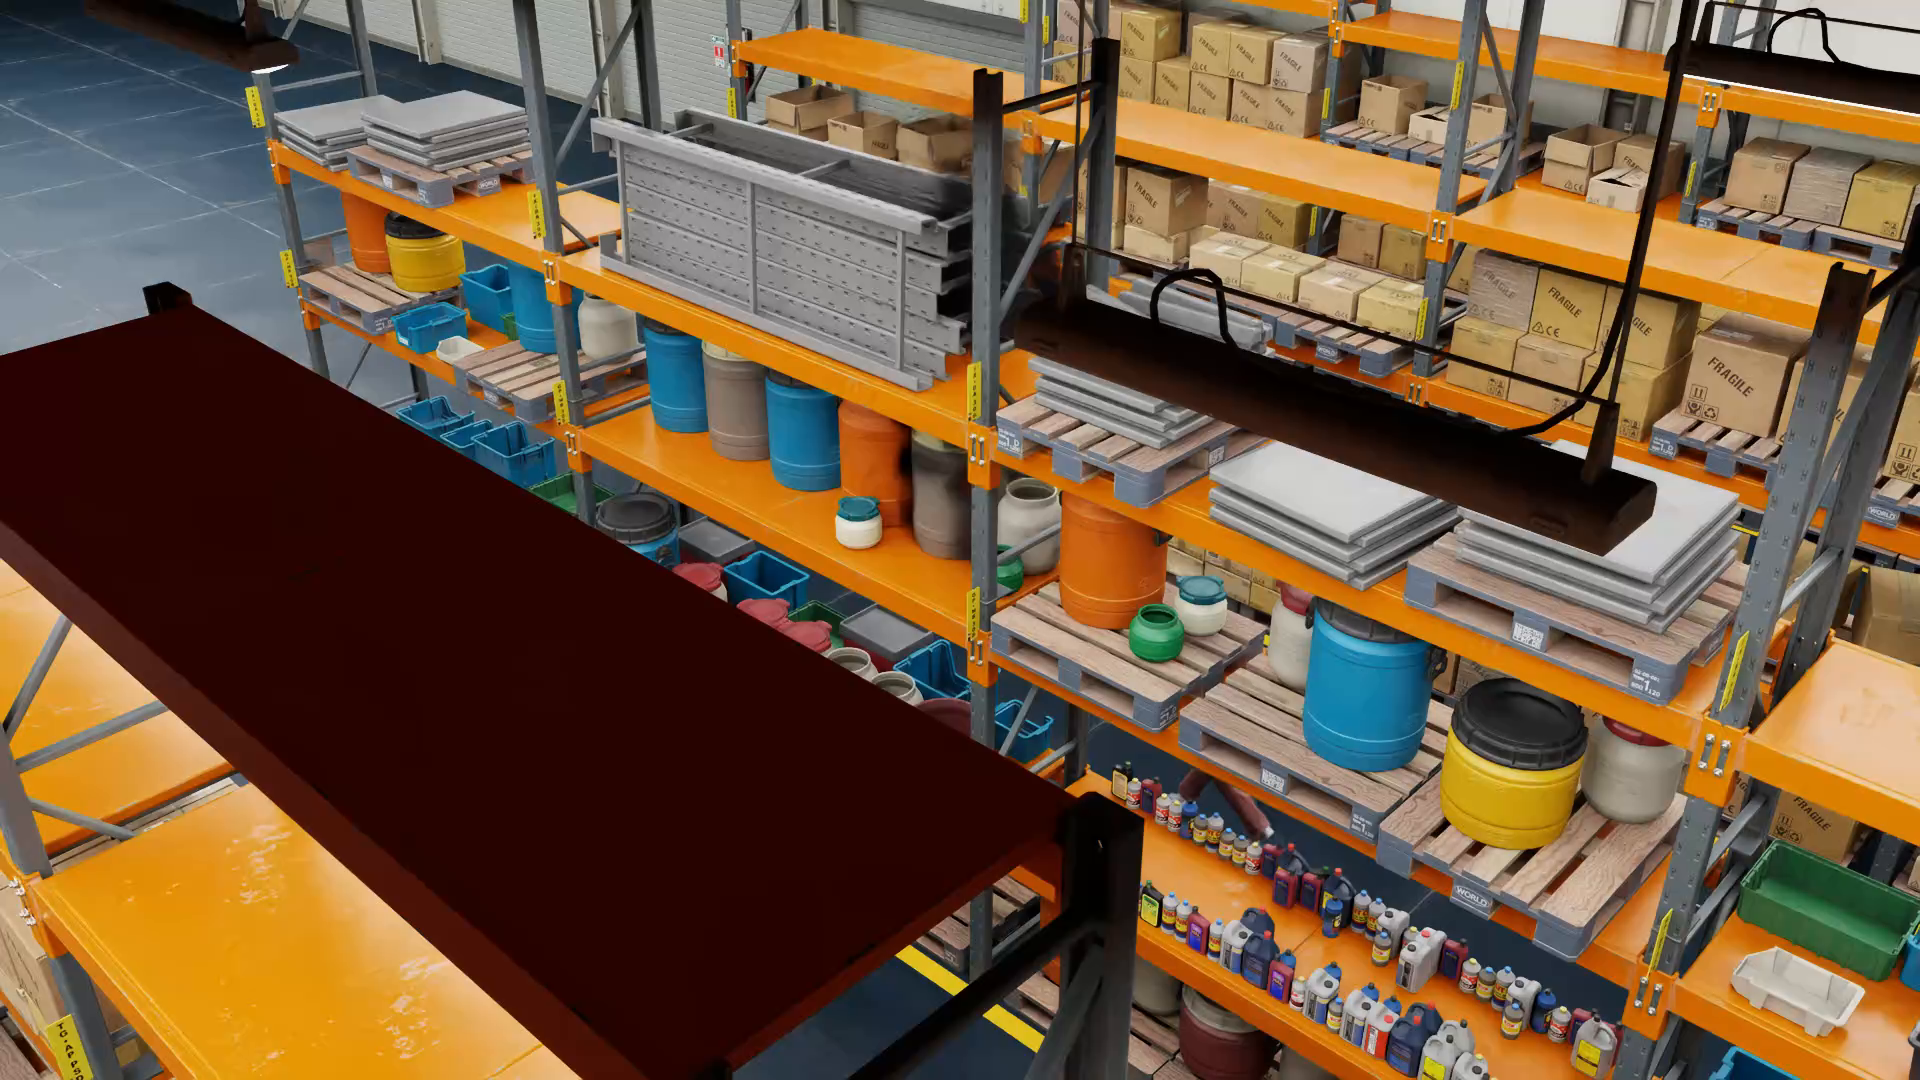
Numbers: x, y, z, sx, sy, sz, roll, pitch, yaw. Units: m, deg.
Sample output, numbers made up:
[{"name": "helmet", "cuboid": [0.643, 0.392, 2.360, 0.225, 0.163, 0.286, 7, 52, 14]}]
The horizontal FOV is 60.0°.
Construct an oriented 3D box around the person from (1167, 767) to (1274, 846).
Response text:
[{"name": "person", "cuboid": [1.844, 1.351, 11.604, 0.581, 1.677, 0.937, -23, 37, -35]}]
